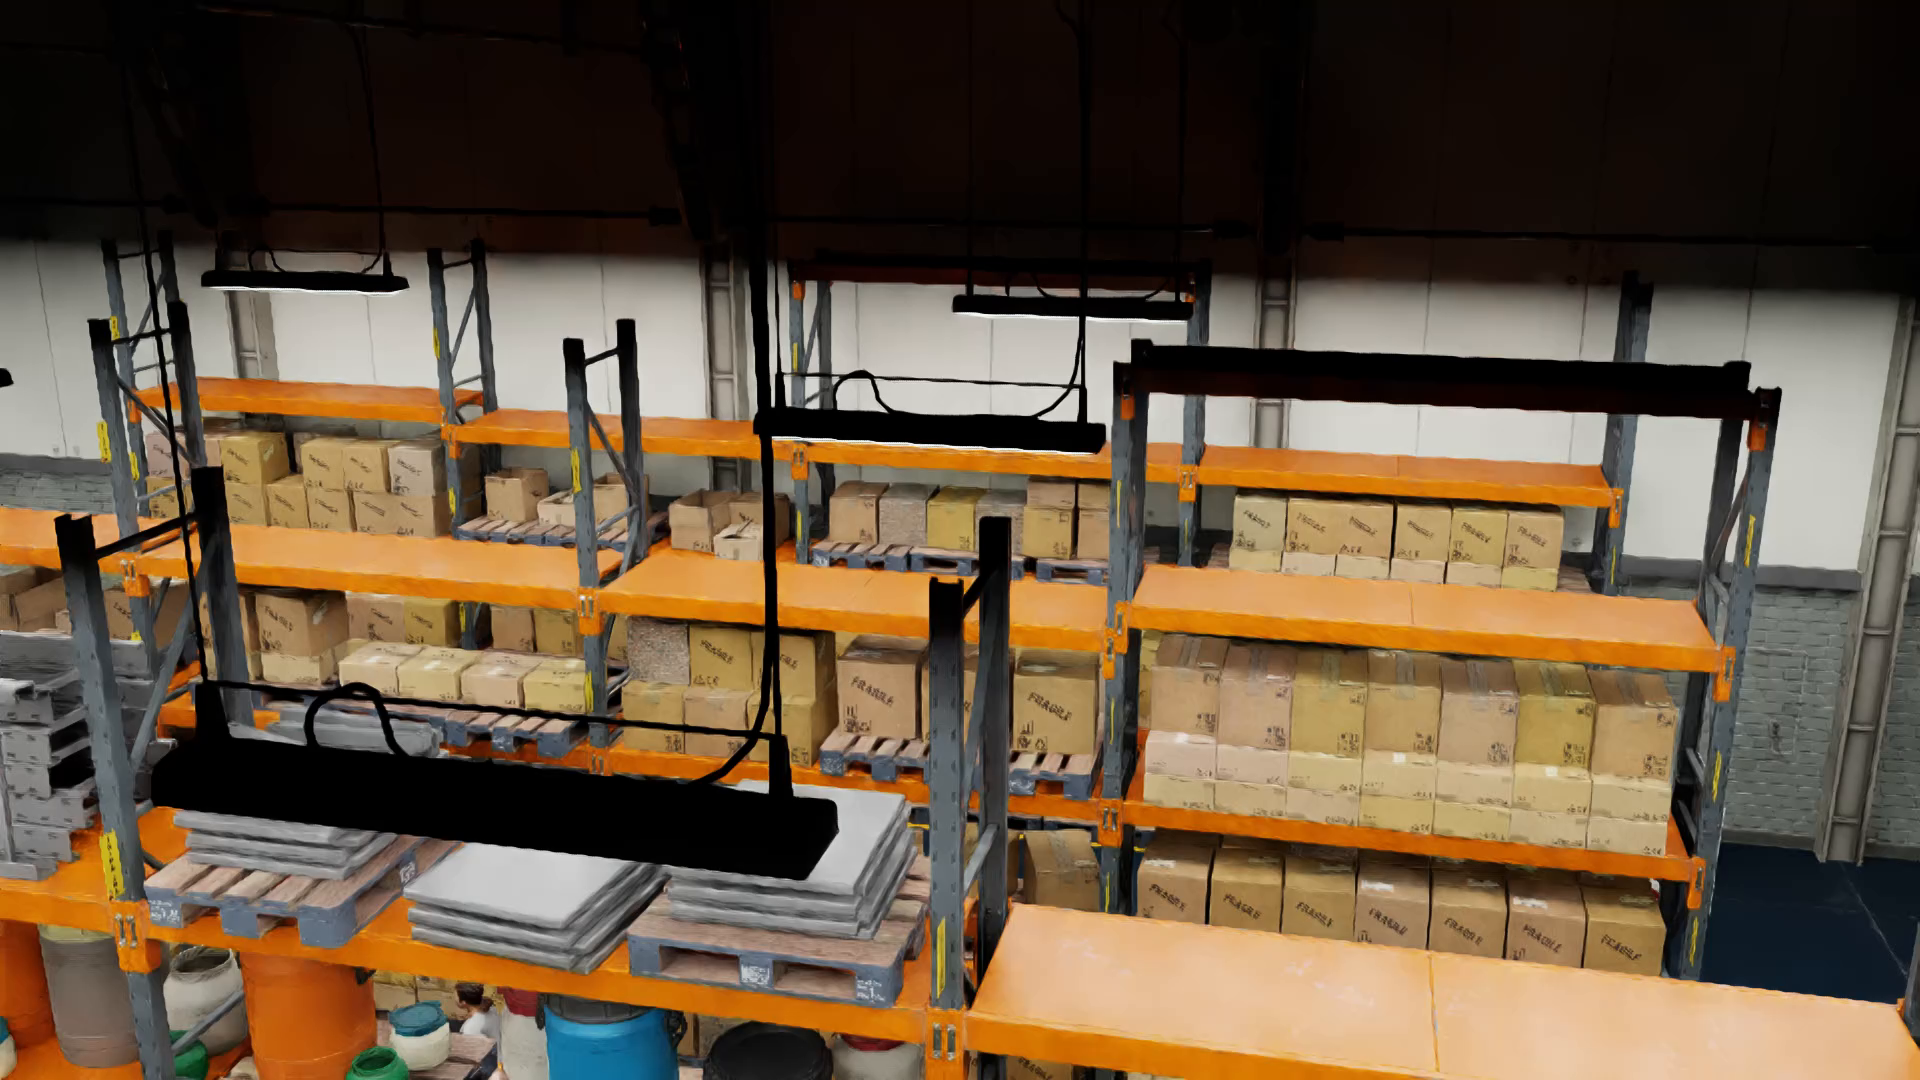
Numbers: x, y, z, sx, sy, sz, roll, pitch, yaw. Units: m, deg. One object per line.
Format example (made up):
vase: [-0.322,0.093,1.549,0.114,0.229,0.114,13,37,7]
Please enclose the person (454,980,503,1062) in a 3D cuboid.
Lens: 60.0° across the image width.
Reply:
person: [-3.491,3.896,12.144,1.099,1.584,0.449,3,17,11]
